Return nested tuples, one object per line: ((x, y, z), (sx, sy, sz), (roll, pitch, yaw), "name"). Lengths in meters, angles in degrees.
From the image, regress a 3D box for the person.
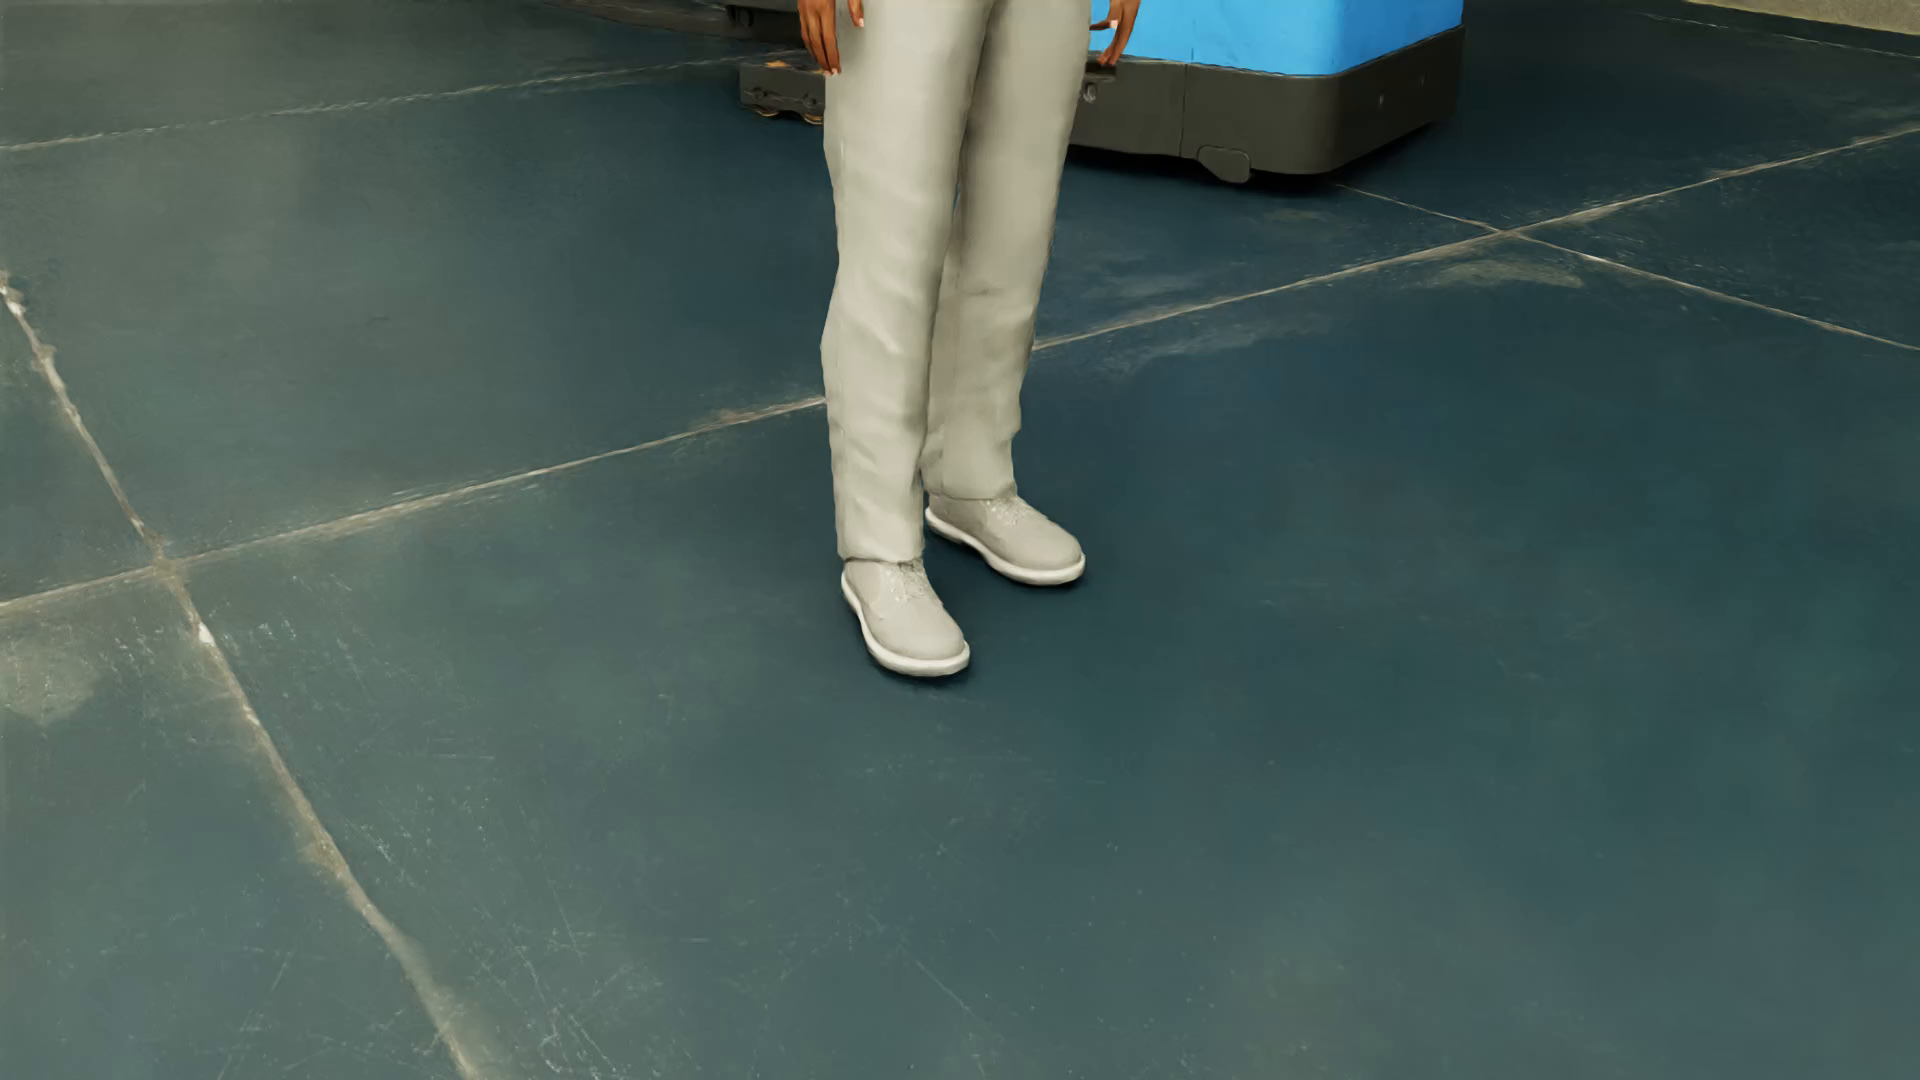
((0.027, -0.731, 2.052), (0.570, 1.693, 0.529), (-17, 31, -31), "person")

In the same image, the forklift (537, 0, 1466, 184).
((-0.054, -2.723, 4.660), (3.031, 2.935, 1.130), (17, 32, 31), "forklift")
